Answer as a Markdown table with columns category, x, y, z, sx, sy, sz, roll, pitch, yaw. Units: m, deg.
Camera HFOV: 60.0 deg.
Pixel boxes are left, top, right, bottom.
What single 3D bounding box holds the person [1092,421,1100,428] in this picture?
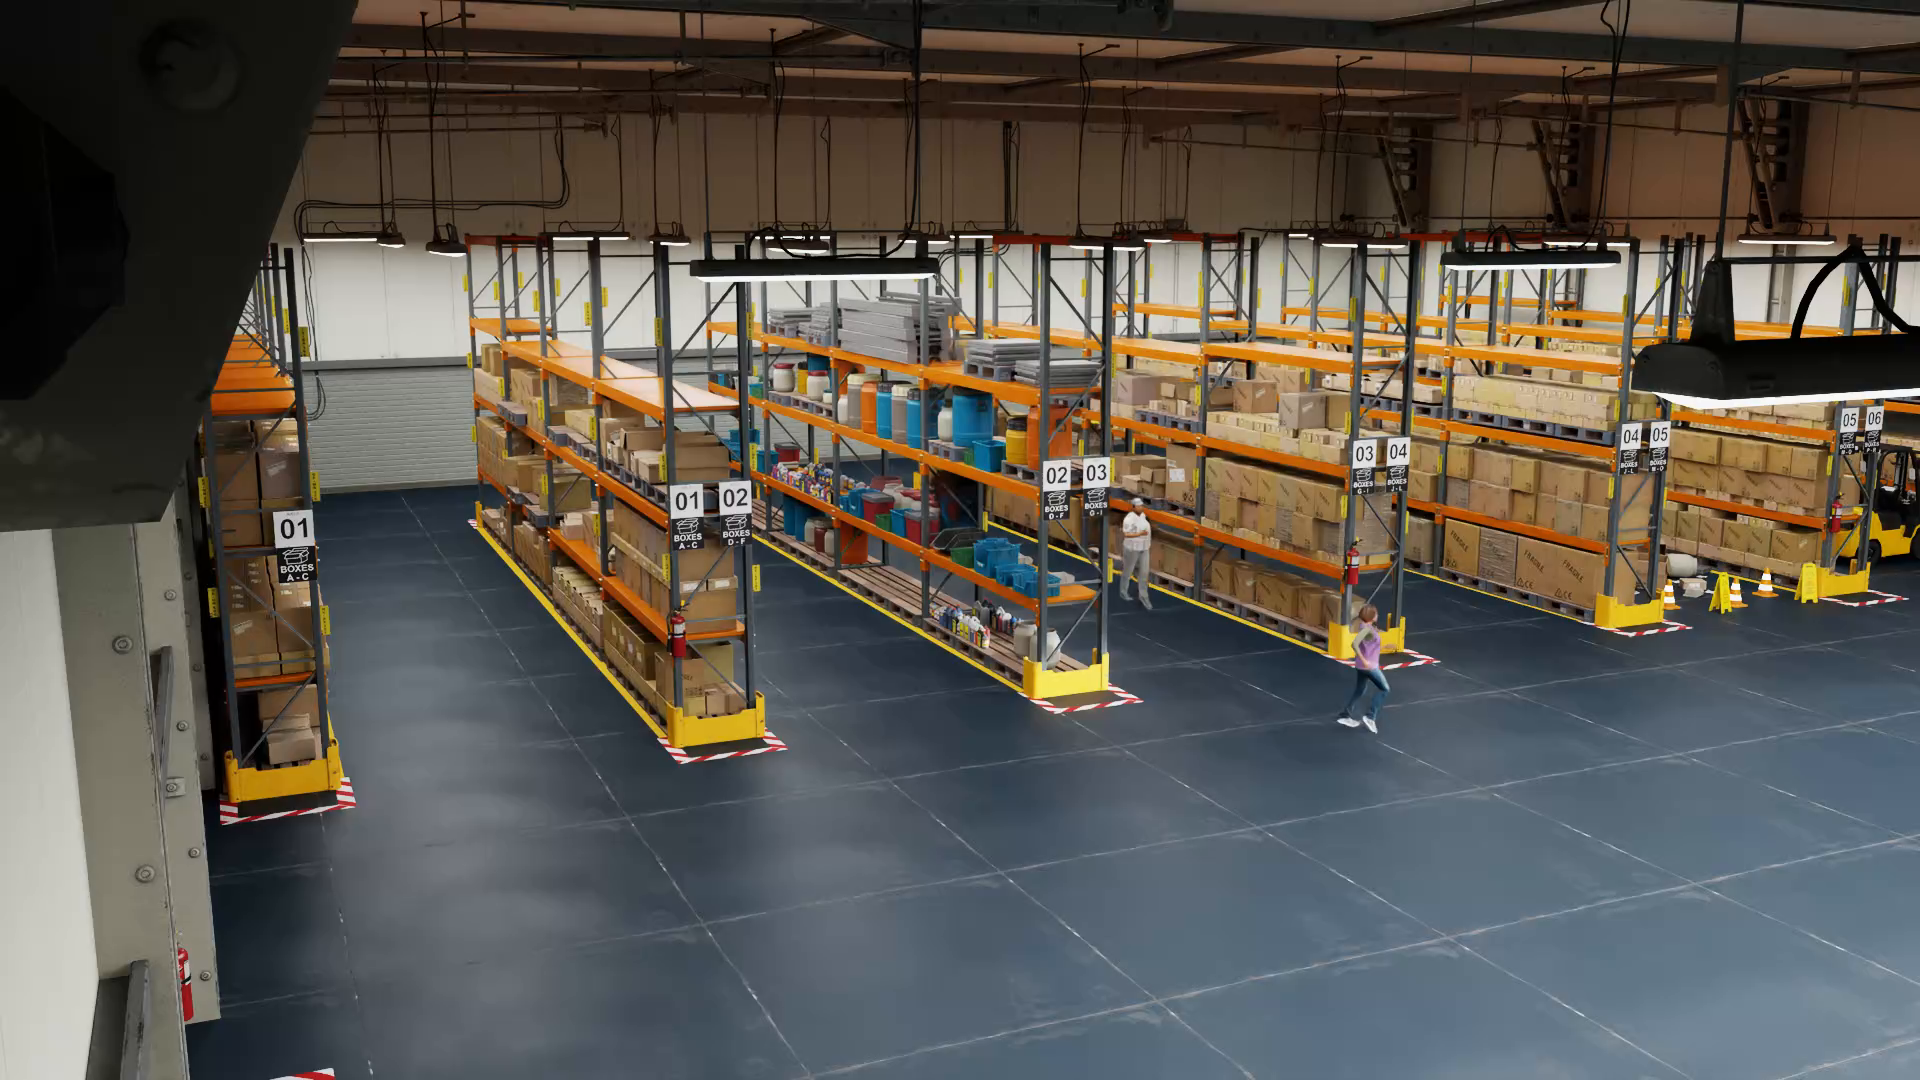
| category | x | y | z | sx | sy | sz | roll | pitch | yaw |
| --- | --- | --- | --- | --- | --- | --- | --- | --- | --- |
| person | 3.122 | -1.916 | 38.433 | 0.715 | 1.758 | 0.771 | -3 | 11 | -15 |

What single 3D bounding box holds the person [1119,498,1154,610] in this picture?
| category | x | y | z | sx | sy | sz | roll | pitch | yaw |
| --- | --- | --- | --- | --- | --- | --- | --- | --- | --- |
| person | 2.805 | 0.212 | 26.275 | 0.584 | 1.777 | 0.678 | -7 | 13 | -32 |

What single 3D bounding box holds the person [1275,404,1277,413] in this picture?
| category | x | y | z | sx | sy | sz | roll | pitch | yaw |
| --- | --- | --- | --- | --- | --- | --- | --- | --- | --- |
| person | 8.348 | -2.880 | 44.009 | 0.599 | 1.461 | 0.728 | -2 | 11 | -9 |

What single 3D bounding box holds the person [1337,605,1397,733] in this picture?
| category | x | y | z | sx | sy | sz | roll | pitch | yaw |
| --- | --- | --- | --- | --- | --- | --- | --- | --- | --- |
| person | 5.070 | 1.649 | 20.681 | 0.685 | 1.522 | 0.506 | 0 | 11 | 1 |
